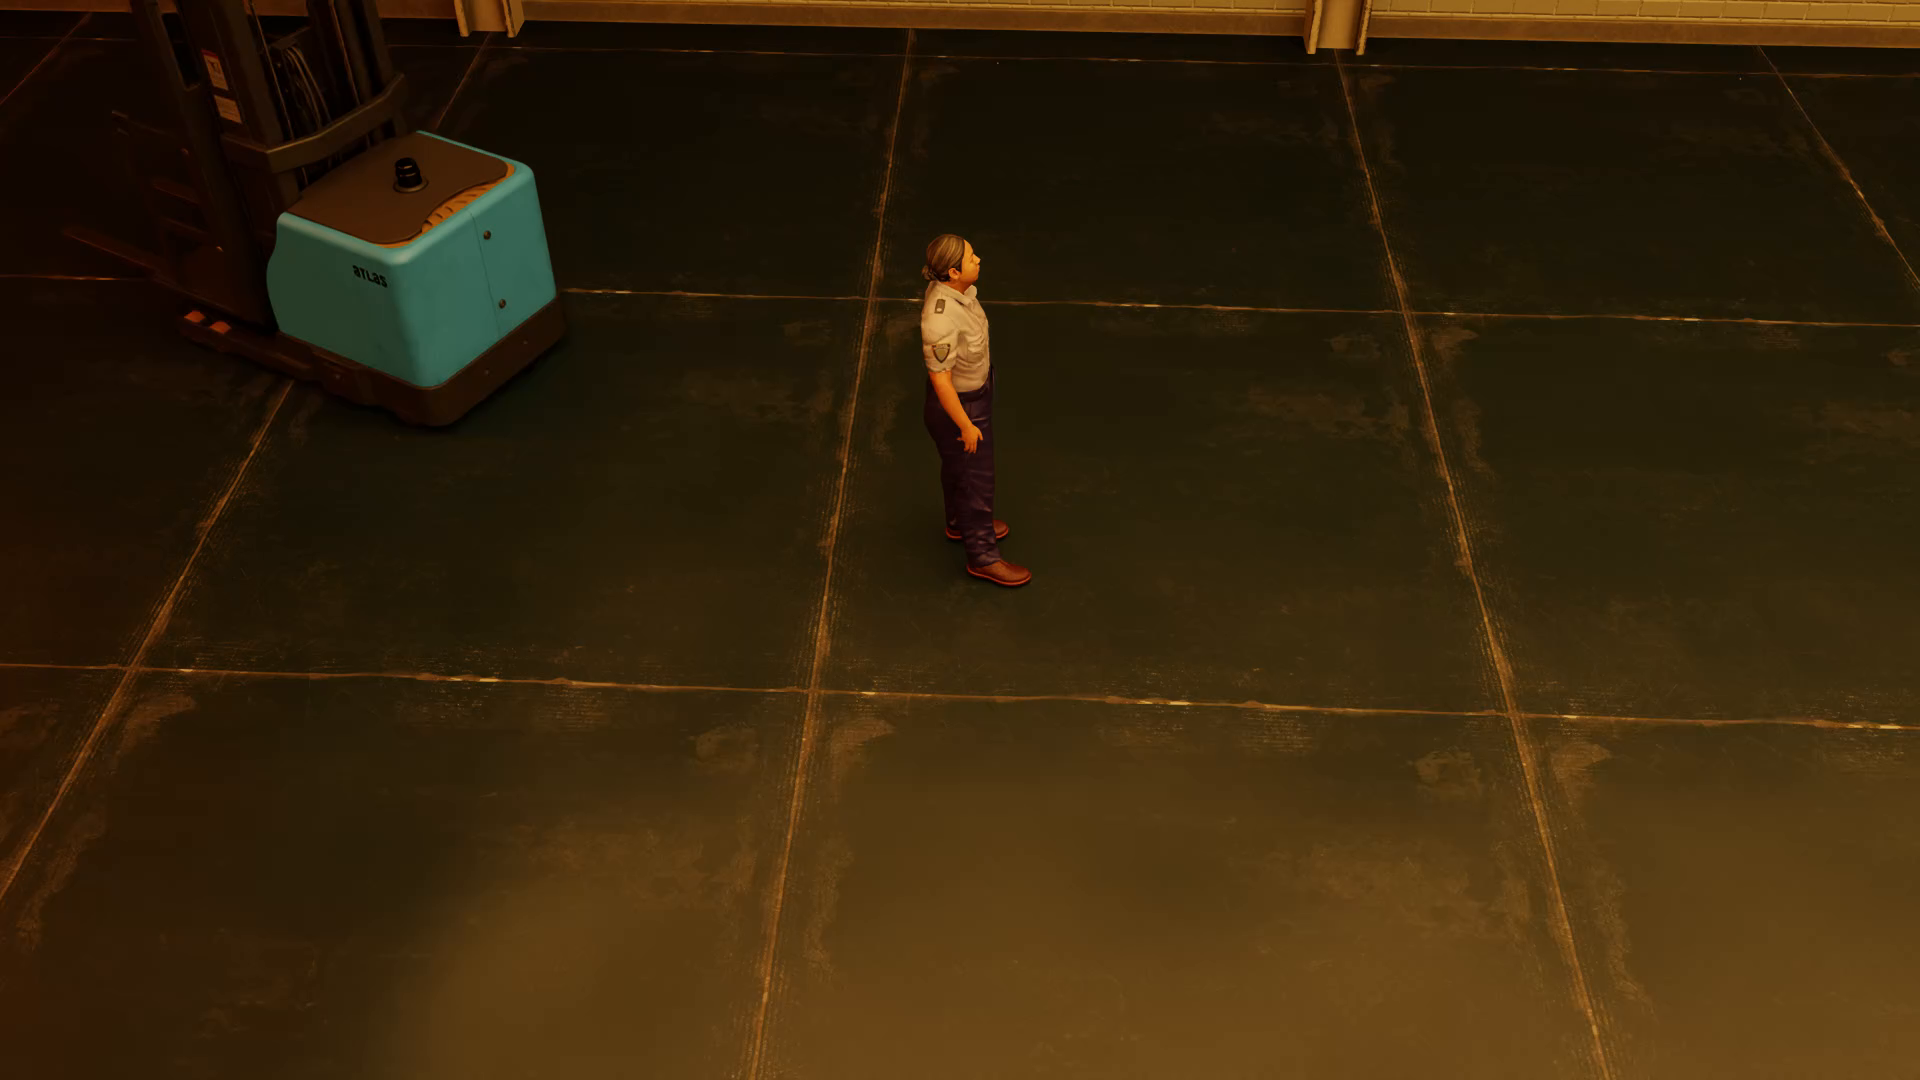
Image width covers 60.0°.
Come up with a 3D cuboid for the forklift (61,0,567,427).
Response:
[{"bbox_3d":[-3.678,-2.388,8.359,3.031,2.935,1.130,21,46,21],"label":"forklift"}]

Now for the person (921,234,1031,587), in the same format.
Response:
[{"bbox_3d":[0.088,-0.596,7.335,0.503,1.651,0.598,2,42,2],"label":"person"}]
